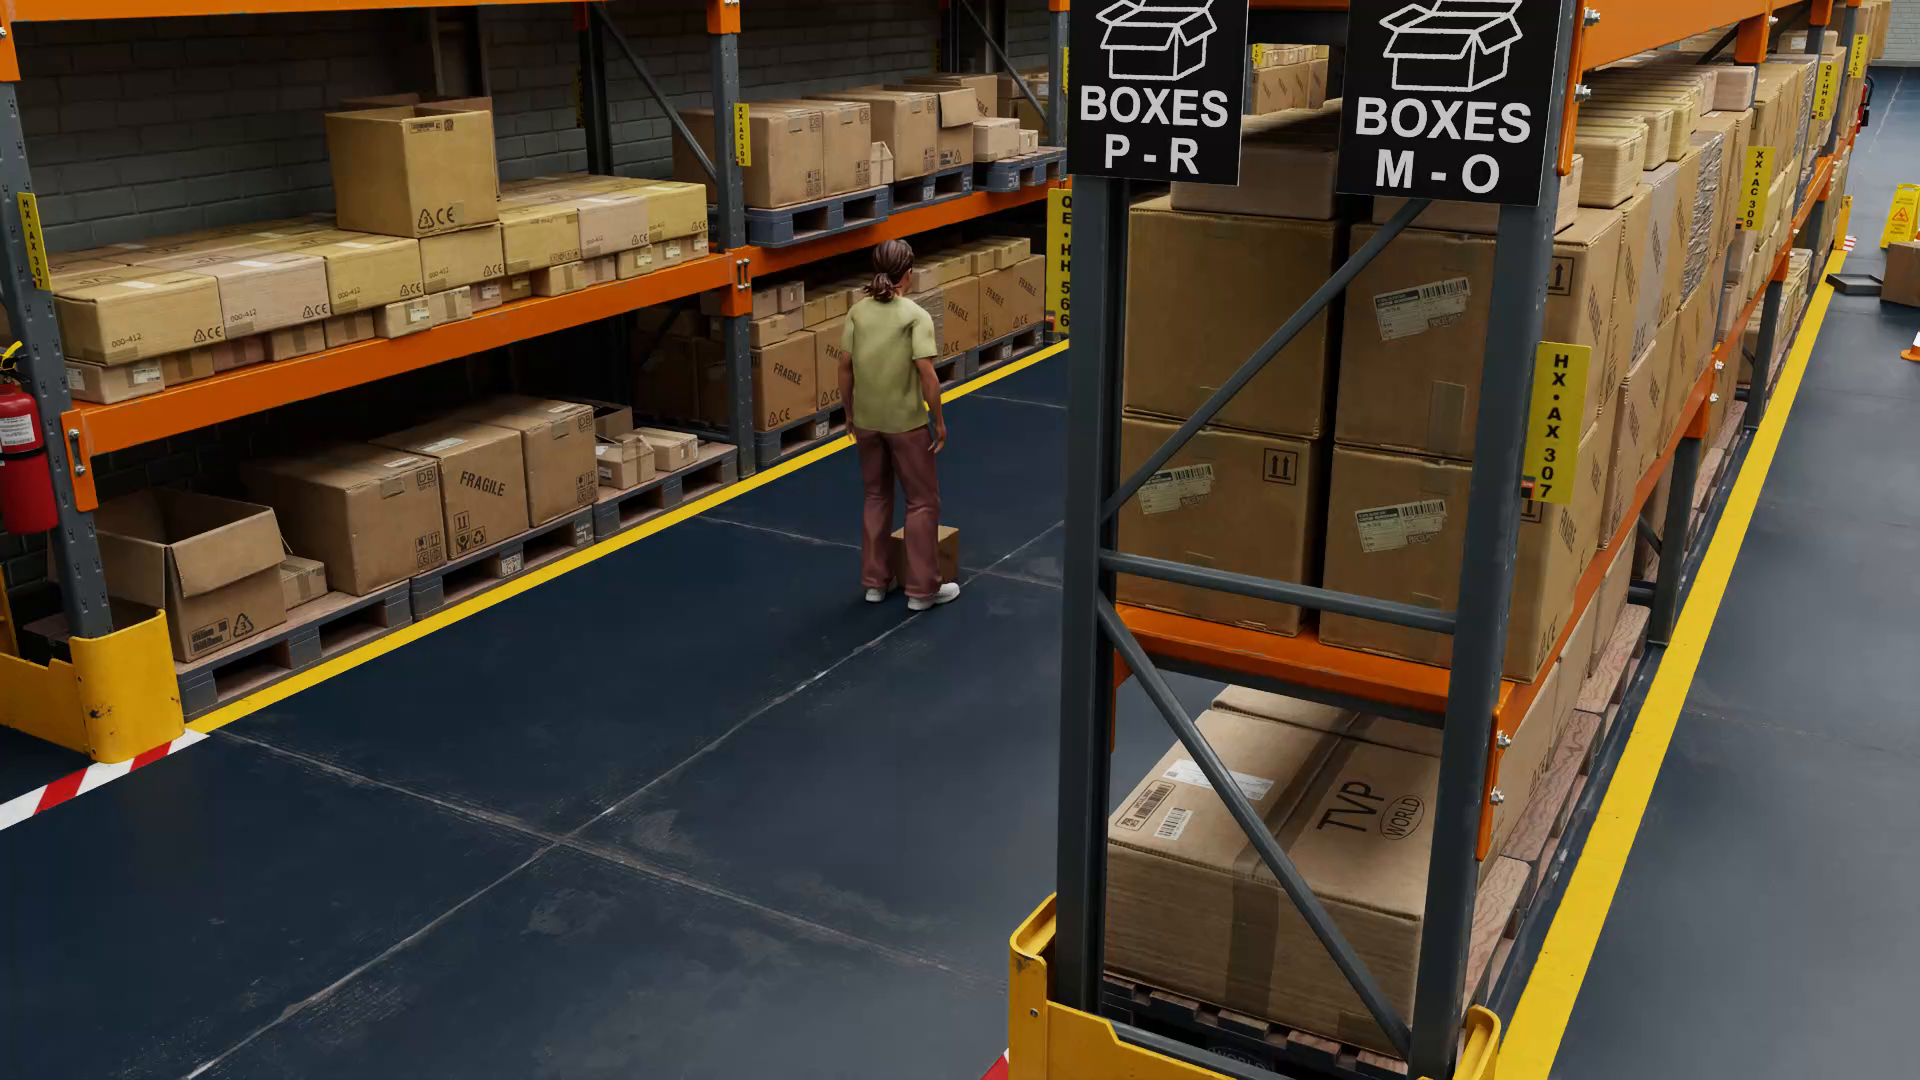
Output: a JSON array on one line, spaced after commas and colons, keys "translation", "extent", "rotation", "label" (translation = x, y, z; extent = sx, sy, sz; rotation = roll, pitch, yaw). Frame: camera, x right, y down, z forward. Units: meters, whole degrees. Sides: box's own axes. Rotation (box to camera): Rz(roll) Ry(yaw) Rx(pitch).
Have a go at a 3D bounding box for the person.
[{"translation": [-0.292, -0.519, 7.536], "extent": [0.520, 1.673, 0.357], "rotation": [9, 22, 25], "label": "person"}]
